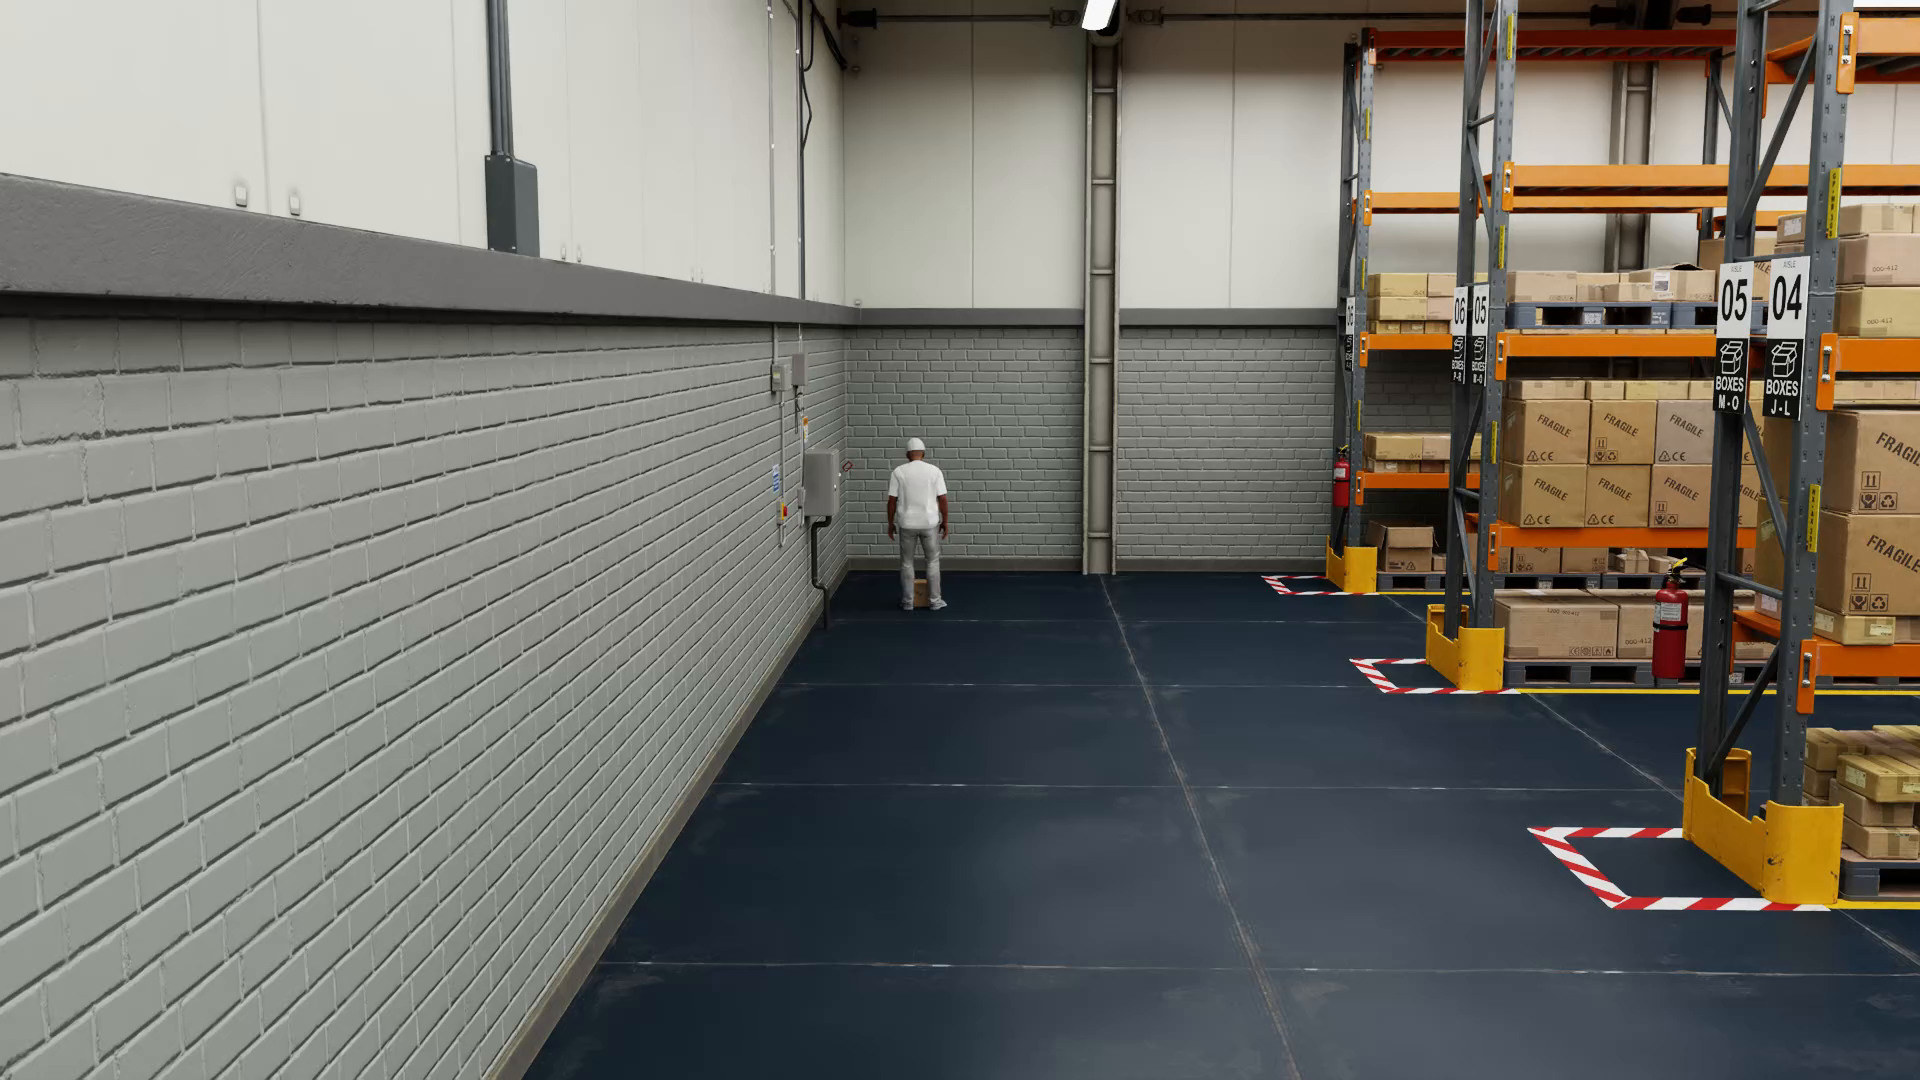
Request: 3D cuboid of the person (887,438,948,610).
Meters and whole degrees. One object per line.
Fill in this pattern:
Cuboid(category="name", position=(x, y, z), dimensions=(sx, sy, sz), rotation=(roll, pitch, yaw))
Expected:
Cuboid(category="person", position=(-0.432, -0.166, 17.022), dimensions=(0.629, 1.759, 0.461), rotation=(0, 7, -2))
